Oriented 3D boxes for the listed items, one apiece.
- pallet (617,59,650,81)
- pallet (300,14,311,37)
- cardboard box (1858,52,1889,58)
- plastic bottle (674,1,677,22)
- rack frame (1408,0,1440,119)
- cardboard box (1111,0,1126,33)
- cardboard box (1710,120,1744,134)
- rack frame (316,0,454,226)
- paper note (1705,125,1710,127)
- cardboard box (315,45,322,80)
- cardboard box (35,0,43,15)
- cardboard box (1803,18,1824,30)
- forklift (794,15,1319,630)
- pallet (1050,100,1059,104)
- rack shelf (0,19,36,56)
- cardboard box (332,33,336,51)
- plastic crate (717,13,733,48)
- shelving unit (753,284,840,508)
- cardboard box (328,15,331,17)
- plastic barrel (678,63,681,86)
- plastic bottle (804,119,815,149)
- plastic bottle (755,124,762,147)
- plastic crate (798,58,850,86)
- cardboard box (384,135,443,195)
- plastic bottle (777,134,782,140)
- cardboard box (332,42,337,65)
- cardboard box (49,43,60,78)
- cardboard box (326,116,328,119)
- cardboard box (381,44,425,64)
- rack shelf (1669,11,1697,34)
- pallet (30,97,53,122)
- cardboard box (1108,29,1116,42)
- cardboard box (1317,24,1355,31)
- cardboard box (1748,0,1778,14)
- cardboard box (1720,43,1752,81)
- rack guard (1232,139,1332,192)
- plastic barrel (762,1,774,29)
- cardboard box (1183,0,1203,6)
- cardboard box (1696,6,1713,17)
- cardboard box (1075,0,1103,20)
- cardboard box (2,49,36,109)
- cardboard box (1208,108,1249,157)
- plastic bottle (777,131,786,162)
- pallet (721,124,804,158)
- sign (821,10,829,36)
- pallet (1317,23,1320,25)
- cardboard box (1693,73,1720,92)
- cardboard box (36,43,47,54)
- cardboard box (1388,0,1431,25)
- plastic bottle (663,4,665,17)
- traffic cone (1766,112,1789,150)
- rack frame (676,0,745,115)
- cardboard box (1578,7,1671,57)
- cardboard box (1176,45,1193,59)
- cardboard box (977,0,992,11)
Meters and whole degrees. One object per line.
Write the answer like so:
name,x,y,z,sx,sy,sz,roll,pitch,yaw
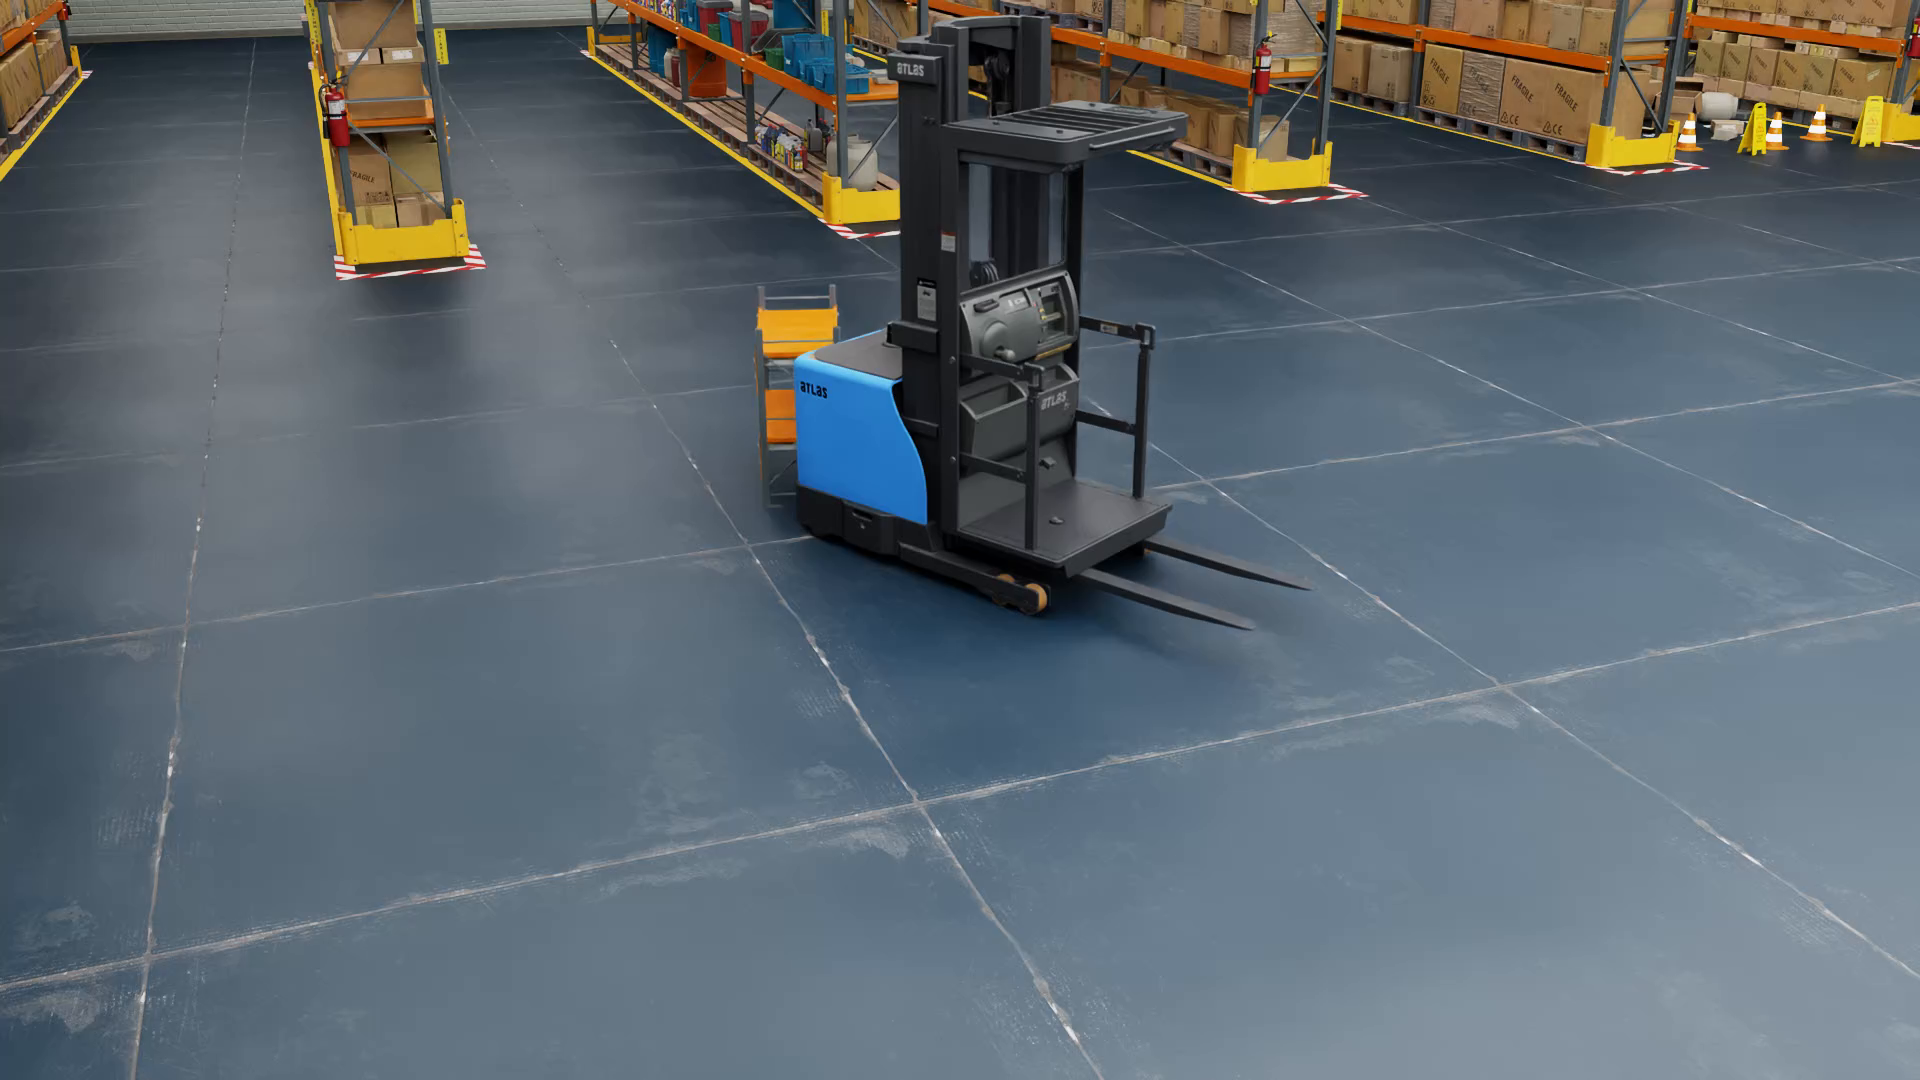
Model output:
pallet,-5.351,-8.196,28.925,1.003,0.211,1.213,-8,24,-19
pallet,-8.582,-7.236,23.303,1.213,0.211,1.003,-8,24,-19
cardboard box,12.865,-6.700,23.817,0.500,0.500,0.500,-9,25,-21
plastic bottle,-4.184,-7.801,24.546,0.061,0.283,0.133,-8,24,-19
rack frame,7.081,-7.636,24.005,1.000,3.000,0.127,-8,24,-19
cardboard box,2.506,-7.003,21.993,0.875,0.500,0.500,-8,24,-19
cardboard box,10.736,-5.784,23.281,0.380,0.149,0.250,4,23,9
rack frame,-5.451,-4.181,15.808,1.000,3.000,0.127,-8,24,-19
paper note,10.733,-5.925,23.782,0.148,0.019,0.142,0,23,-1
cardboard box,-10.157,-7.760,26.952,0.500,0.500,0.500,-8,24,-19
cardboard box,-14.752,-8.464,25.583,0.980,0.700,0.700,-9,24,-20
cardboard box,12.239,-7.345,23.637,0.380,0.149,0.250,-9,24,-20
forklift,0.486,-1.185,8.787,3.031,2.935,1.130,18,29,36
pallet,1.694,-6.434,24.744,1.003,0.211,1.213,-8,24,-19
rack shelf,-13.617,-6.802,22.953,1.077,0.370,4.000,-8,24,-19
cardboard box,-6.223,-5.109,17.046,0.380,0.149,0.250,-8,24,-18
plastic crate,-2.910,-6.663,21.718,0.392,0.384,0.575,-8,24,-19
shelving unit,-1.008,-0.929,10.505,0.538,1.125,1.048,-2,23,-5
cardboard box,-6.950,-5.855,18.816,0.380,0.149,0.250,-8,24,-19
plastic barrel,-4.114,-7.182,25.589,0.421,0.512,0.421,0,23,0
plastic bottle,-1.867,-5.081,20.786,0.144,0.351,0.185,-8,24,-19
plastic bottle,-2.526,-5.082,20.892,0.097,0.271,0.097,0,23,0
plastic crate,-1.497,-5.168,18.342,0.499,0.251,0.408,-8,24,-19
cardboard box,-5.611,-3.860,17.080,0.500,0.500,0.500,-8,24,-19
plastic bottle,-2.178,-4.791,20.202,0.097,0.271,0.097,0,23,0
cardboard box,-7.347,-5.867,19.980,0.396,0.266,0.258,-9,24,-20
cardboard box,-15.040,-7.750,26.954,0.700,0.500,0.500,-9,25,-21
cardboard box,-6.809,-4.514,18.633,0.500,0.500,0.500,-8,24,-19
cardboard box,-5.388,-4.698,16.071,0.380,0.149,0.250,-9,24,-19
rack shelf,10.969,-8.747,27.568,1.077,0.370,4.000,-8,24,-19
pallet,-13.980,-6.305,24.438,1.003,0.211,1.213,-8,24,-19
cardboard box,2.199,-6.757,22.243,0.380,0.149,0.250,-8,24,-19
cardboard box,5.798,-8.013,27.255,1.050,0.750,0.750,-9,24,-20
cardboard box,11.935,-7.974,24.294,0.500,0.500,0.500,-9,24,-19
cardboard box,11.832,-7.180,24.956,0.500,0.500,0.500,-7,24,-17
rack guard,3.791,-4.415,19.580,1.175,0.500,0.348,-8,24,-19
plastic barrel,-2.362,-6.753,21.735,0.433,0.535,0.433,0,23,0
cardboard box,3.036,-6.712,20.013,0.500,0.500,0.500,-8,24,-19
cardboard box,11.487,-8.078,25.377,0.380,0.149,0.250,-8,24,-19
cardboard box,2.255,-7.770,23.010,1.000,1.000,1.000,-8,24,-19
cardboard box,-13.655,-6.522,23.590,0.750,0.750,0.750,-8,24,-17
cardboard box,3.370,-5.022,20.481,0.500,0.500,0.500,-2,23,-5
plastic bottle,-2.115,-4.722,19.934,0.144,0.351,0.185,-9,24,-19
pallet,-2.543,-5.308,22.071,1.003,0.211,1.213,-8,24,-19
sign,-1.710,-6.512,20.981,0.100,0.325,0.005,-8,24,-19
pallet,8.219,-10.705,34.876,1.003,0.211,1.213,-8,24,-19
cardboard box,11.632,-7.027,25.560,0.500,0.250,0.500,-10,25,-21
cardboard box,-14.442,-7.636,25.848,0.380,0.149,0.250,-8,24,-17
cardboard box,6.646,-7.835,24.349,0.500,0.500,0.500,-8,24,-19
plastic bottle,-4.461,-8.068,25.286,0.097,0.201,0.097,0,23,0
traffic cone,10.812,-5.433,22.044,0.336,0.463,0.334,-8,24,-19
rack frame,-3.642,-7.766,24.314,1.000,3.000,0.127,-8,24,-19
cardboard box,8.320,-6.380,20.833,0.875,0.550,0.550,-8,24,-19
cardboard box,2.896,-6.029,20.516,0.380,0.149,0.250,-8,24,-19
cardboard box,0.586,-8.637,26.251,0.500,0.500,0.500,-8,24,-17
